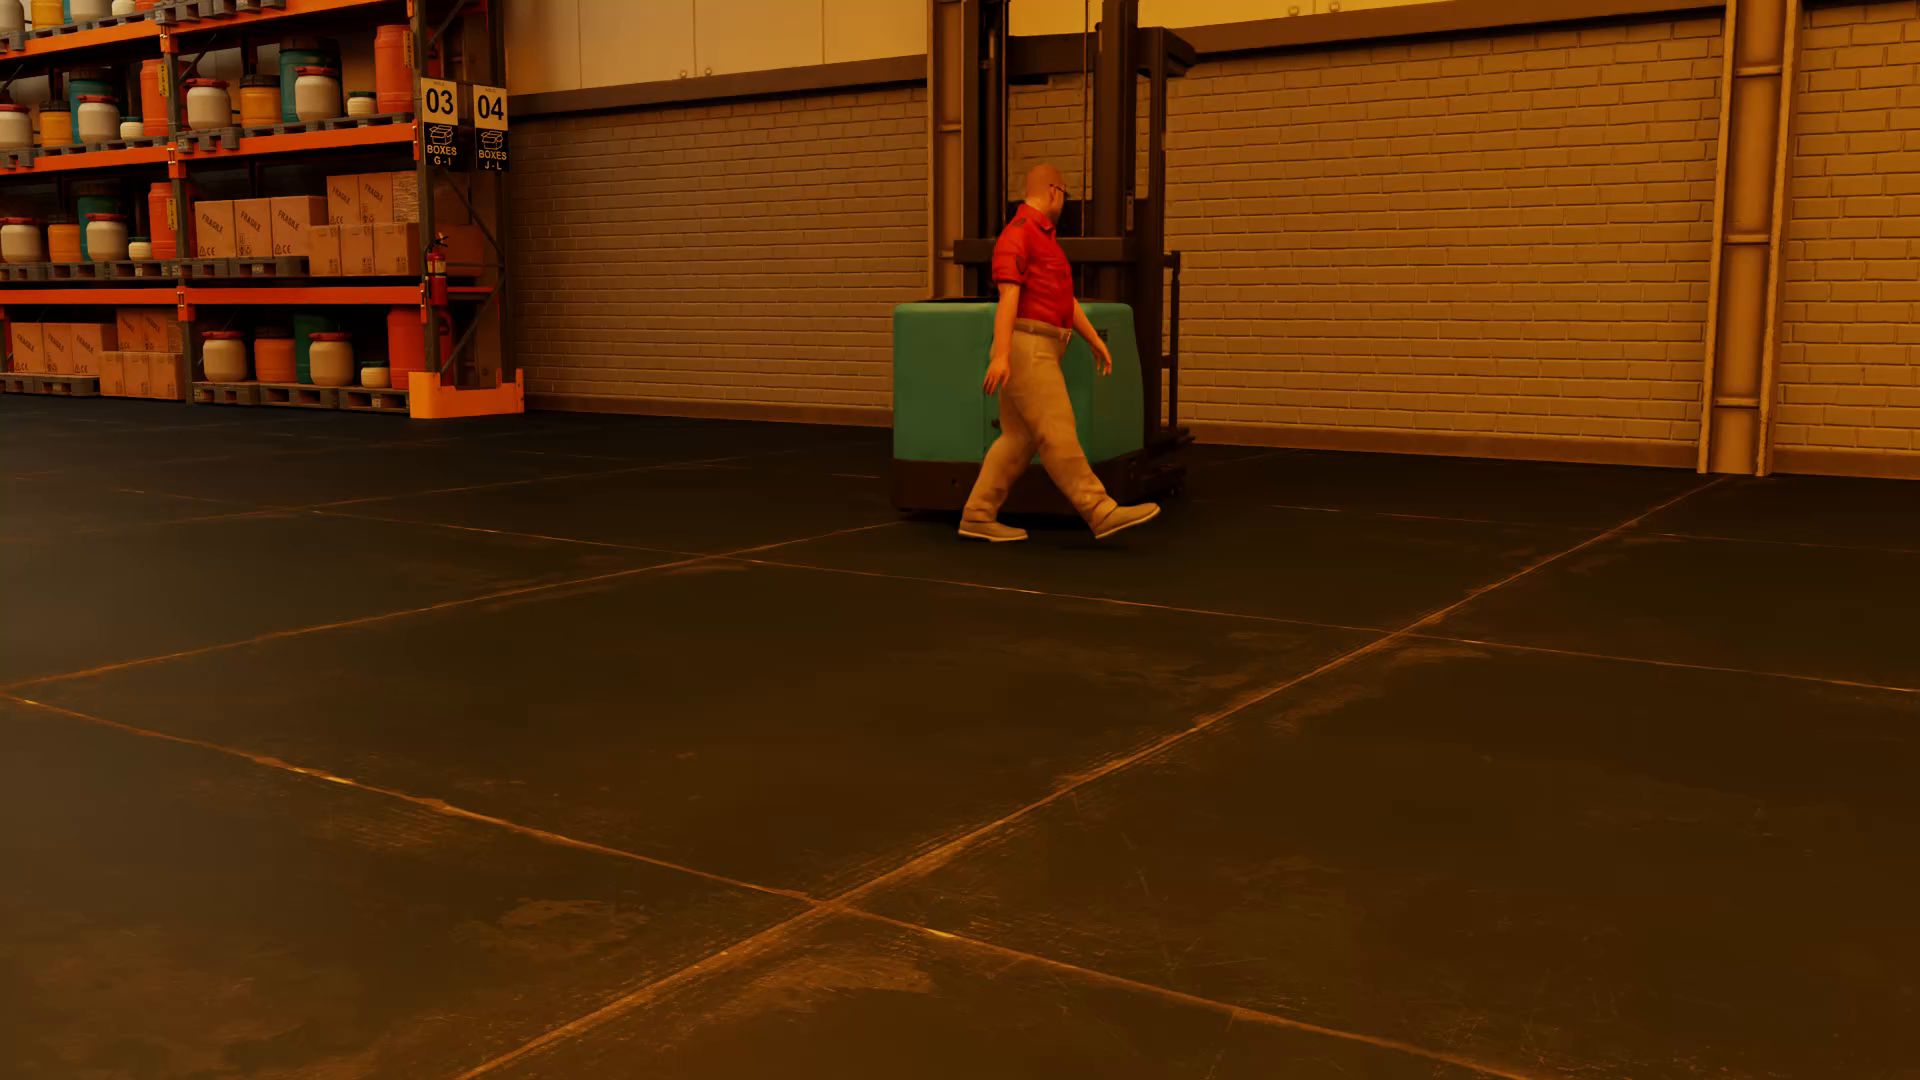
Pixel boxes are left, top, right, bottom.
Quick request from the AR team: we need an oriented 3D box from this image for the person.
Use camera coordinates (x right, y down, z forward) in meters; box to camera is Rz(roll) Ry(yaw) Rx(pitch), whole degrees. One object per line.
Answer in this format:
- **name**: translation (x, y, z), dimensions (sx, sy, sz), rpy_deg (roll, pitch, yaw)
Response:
- **person**: translation (0.429, -0.803, 7.315), dimensions (0.932, 1.678, 0.716), rpy_deg (1, 8, 9)

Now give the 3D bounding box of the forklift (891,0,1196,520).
- **forklift**: translation (0.656, -1.713, 9.240), dimensions (1.130, 2.935, 3.031), rpy_deg (3, 9, 21)
